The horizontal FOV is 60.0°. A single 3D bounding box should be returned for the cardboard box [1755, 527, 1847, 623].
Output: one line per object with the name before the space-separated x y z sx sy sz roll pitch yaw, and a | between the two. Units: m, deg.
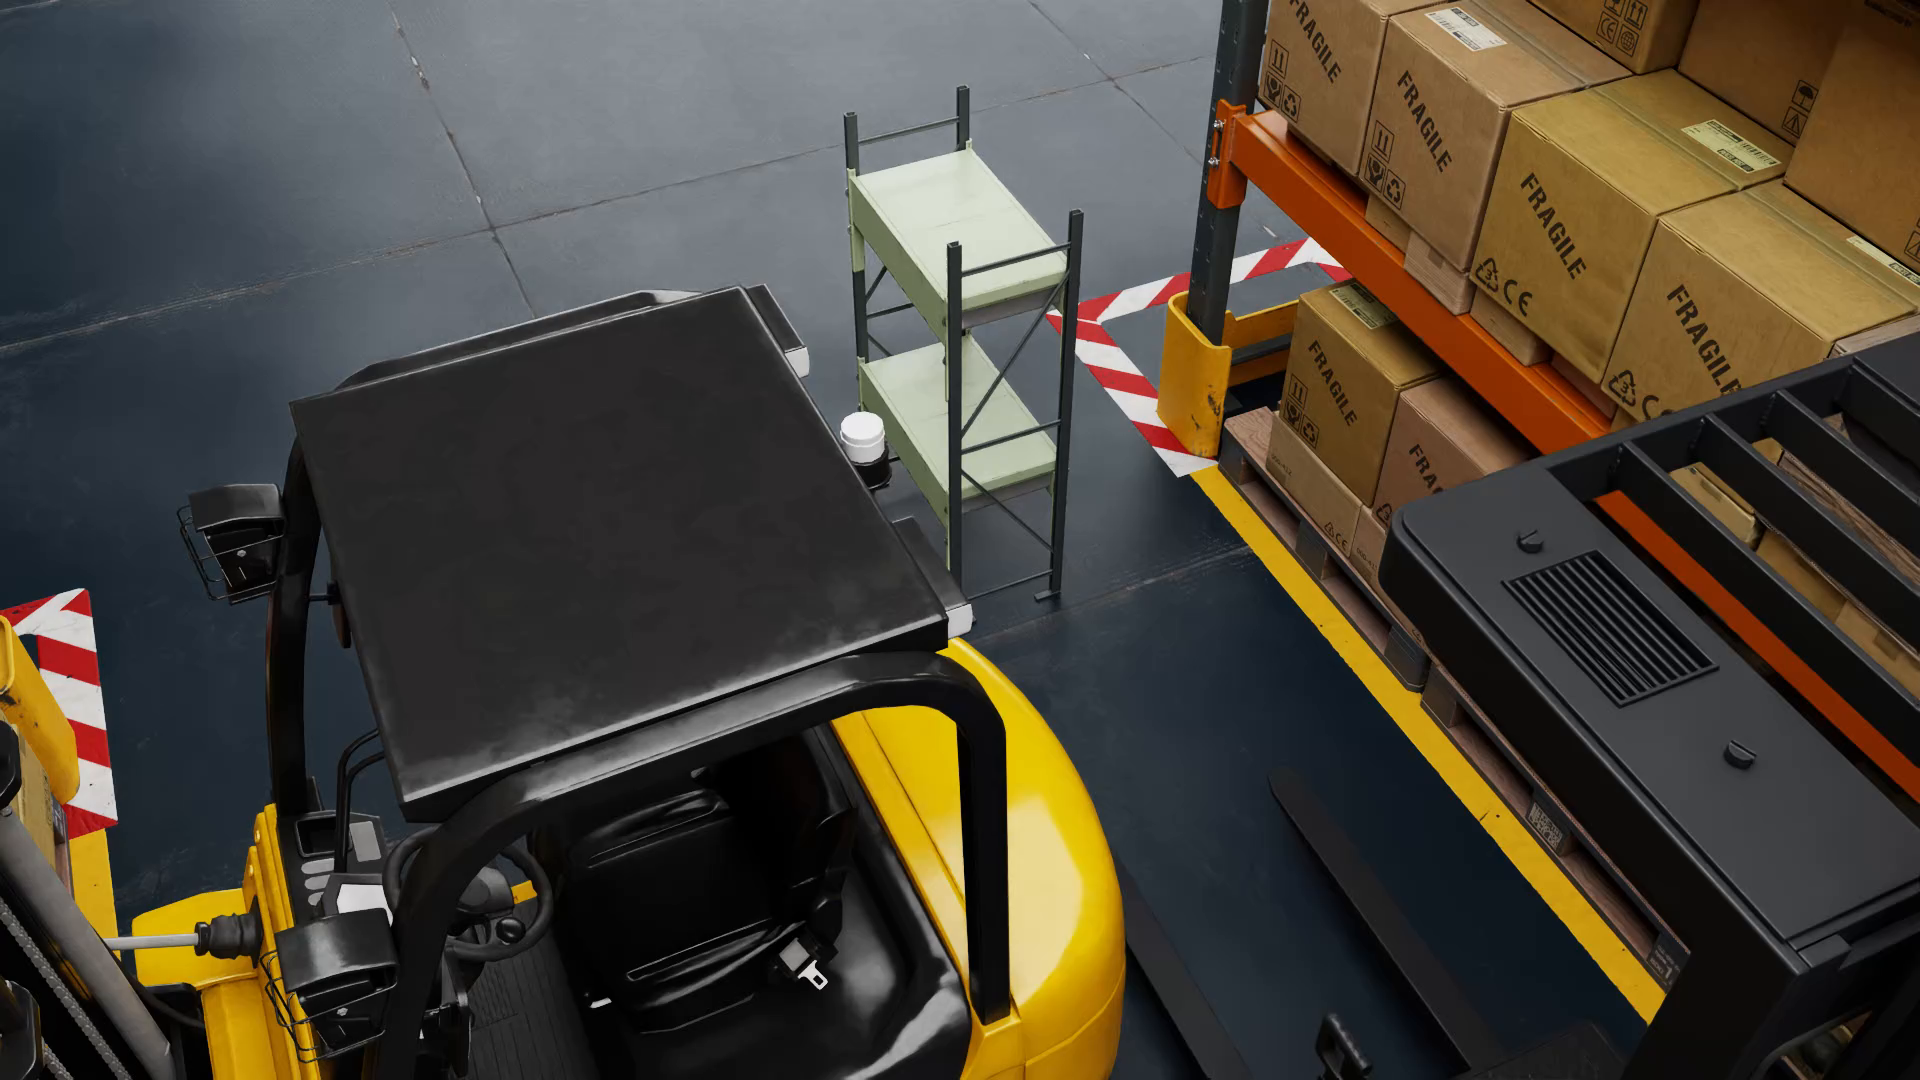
cardboard box | 2.046 0.023 3.769 0.380 0.149 0.250 -19 48 -18

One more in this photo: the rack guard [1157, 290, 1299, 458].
rack guard | 1.319 -0.744 6.148 1.175 0.500 0.348 -18 47 -17

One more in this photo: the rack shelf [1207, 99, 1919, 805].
rack shelf | 2.128 -0.151 4.280 1.077 0.370 4.000 -18 47 -17

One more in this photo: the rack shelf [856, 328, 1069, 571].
rack shelf | -0.003 -0.306 5.457 0.431 0.370 0.720 -18 47 -17

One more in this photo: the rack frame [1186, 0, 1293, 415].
rack frame | 1.287 -1.682 5.319 1.000 3.000 0.127 -18 47 -17

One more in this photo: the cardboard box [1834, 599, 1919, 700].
cardboard box | 2.127 0.195 3.595 0.380 0.149 0.250 -19 48 -18

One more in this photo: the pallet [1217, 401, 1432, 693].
pallet | 1.628 -0.113 5.714 1.003 0.211 1.213 -18 47 -17

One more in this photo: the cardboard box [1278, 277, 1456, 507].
cardboard box | 1.385 -0.509 5.255 0.500 0.500 0.500 -20 48 -19

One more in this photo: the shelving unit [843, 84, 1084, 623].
shelving unit | -0.003 -0.538 5.228 0.431 1.500 0.755 -18 47 -17

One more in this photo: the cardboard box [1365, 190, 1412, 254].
cardboard box | 1.399 -0.965 4.771 0.380 0.149 0.250 -19 48 -19

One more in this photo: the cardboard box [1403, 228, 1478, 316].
cardboard box | 1.464 -0.790 4.594 0.380 0.149 0.250 -17 47 -17

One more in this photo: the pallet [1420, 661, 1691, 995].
pallet | 2.137 0.664 4.927 1.003 0.211 1.213 -18 47 -17

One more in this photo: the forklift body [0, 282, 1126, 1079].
forklift body | -0.763 0.758 3.450 2.313 2.155 1.214 -18 47 -17

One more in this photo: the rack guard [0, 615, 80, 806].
rack guard | -3.225 0.661 4.724 1.175 0.500 0.348 -18 47 -17

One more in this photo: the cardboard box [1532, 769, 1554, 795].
cardboard box | 1.824 0.415 4.853 0.500 0.250 0.500 -15 47 -15

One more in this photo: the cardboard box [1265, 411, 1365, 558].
cardboard box | 1.375 -0.257 5.533 0.500 0.250 0.500 -18 48 -18

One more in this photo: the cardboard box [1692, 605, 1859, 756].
cardboard box | 2.045 0.483 4.249 0.500 0.500 0.500 -16 47 -15

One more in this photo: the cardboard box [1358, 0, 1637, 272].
cardboard box | 1.455 -1.110 4.457 0.500 0.500 0.500 -17 47 -16

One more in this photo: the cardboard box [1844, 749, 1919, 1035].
cardboard box | 2.261 0.808 3.920 0.500 0.500 0.500 -17 47 -17

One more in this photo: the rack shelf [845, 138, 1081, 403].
rack shelf | -0.003 -0.816 4.953 0.431 0.370 0.720 -18 47 -17

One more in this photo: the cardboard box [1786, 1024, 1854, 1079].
cardboard box | 2.243 1.063 4.196 0.500 0.250 0.500 -19 48 -18

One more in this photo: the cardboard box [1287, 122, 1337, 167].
cardboard box | 1.242 -1.315 5.126 0.380 0.149 0.250 -18 47 -17

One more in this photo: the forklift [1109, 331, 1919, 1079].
forklift | 1.245 0.831 2.821 1.130 2.935 3.031 -17 47 -17

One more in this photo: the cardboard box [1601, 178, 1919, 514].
cardboard box | 1.891 -0.464 3.802 0.500 0.500 0.500 -19 48 -18

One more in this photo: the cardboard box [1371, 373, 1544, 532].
cardboard box | 1.609 -0.177 4.918 0.500 0.500 0.500 -20 48 -19

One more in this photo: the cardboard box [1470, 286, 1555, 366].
cardboard box | 1.603 -0.635 4.437 0.380 0.149 0.250 -17 47 -16

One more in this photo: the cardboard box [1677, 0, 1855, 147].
cardboard box | 2.213 -1.299 3.936 0.700 0.500 0.500 -19 48 -18

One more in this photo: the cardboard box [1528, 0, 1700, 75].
cardboard box | 1.906 -1.593 4.234 0.700 0.500 0.500 -18 47 -17

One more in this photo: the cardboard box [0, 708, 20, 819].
cardboard box | -2.727 0.656 4.253 0.500 0.250 0.500 -19 48 -18

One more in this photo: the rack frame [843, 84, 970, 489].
rack frame | -0.157 -0.771 5.464 0.400 1.500 0.023 -18 47 -17

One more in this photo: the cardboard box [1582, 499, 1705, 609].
cardboard box | 1.813 0.145 4.592 0.500 0.500 0.500 -17 47 -17

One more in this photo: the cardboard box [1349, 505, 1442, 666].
cardboard box | 1.583 0.071 5.201 0.500 0.250 0.500 -16 47 -16

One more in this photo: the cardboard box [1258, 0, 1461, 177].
cardboard box | 1.234 -1.440 4.790 0.500 0.500 0.500 -19 48 -18

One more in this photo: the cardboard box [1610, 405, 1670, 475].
cardboard box | 1.853 -0.307 4.105 0.380 0.149 0.250 -19 48 -18

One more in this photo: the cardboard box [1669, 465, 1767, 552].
cardboard box | 1.905 -0.130 3.925 0.380 0.149 0.250 -18 47 -17

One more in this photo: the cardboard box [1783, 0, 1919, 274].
cardboard box | 2.297 -0.940 3.572 0.700 0.500 0.500 -18 47 -18

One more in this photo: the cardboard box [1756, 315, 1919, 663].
cardboard box | 2.111 -0.139 3.473 0.500 0.500 0.500 -17 47 -16

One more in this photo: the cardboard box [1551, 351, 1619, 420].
cardboard box | 1.769 -0.484 4.284 0.380 0.149 0.250 -17 47 -16

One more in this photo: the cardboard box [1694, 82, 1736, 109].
cardboard box | 2.178 -0.918 4.262 0.500 0.500 0.500 -18 47 -18

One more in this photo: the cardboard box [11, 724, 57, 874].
cardboard box | -2.731 0.822 4.440 0.500 0.250 0.500 -18 47 -17

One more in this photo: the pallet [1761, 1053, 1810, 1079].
pallet | 2.654 1.442 4.138 1.003 0.211 1.213 -18 47 -17

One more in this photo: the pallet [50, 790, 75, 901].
pallet | -2.856 1.254 4.329 1.003 0.211 1.213 -18 47 -17

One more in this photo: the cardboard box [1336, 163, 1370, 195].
cardboard box | 1.361 -1.158 4.967 0.380 0.149 0.250 -17 47 -17

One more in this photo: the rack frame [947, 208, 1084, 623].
rack frame | 0.151 -0.305 4.991 0.400 1.500 0.023 -18 47 -17

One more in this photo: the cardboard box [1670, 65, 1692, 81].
cardboard box | 1.971 -1.238 4.586 0.500 0.500 0.500 -18 47 -17

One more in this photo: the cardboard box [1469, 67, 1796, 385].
cardboard box | 1.670 -0.786 4.128 0.500 0.500 0.500 -19 48 -18
